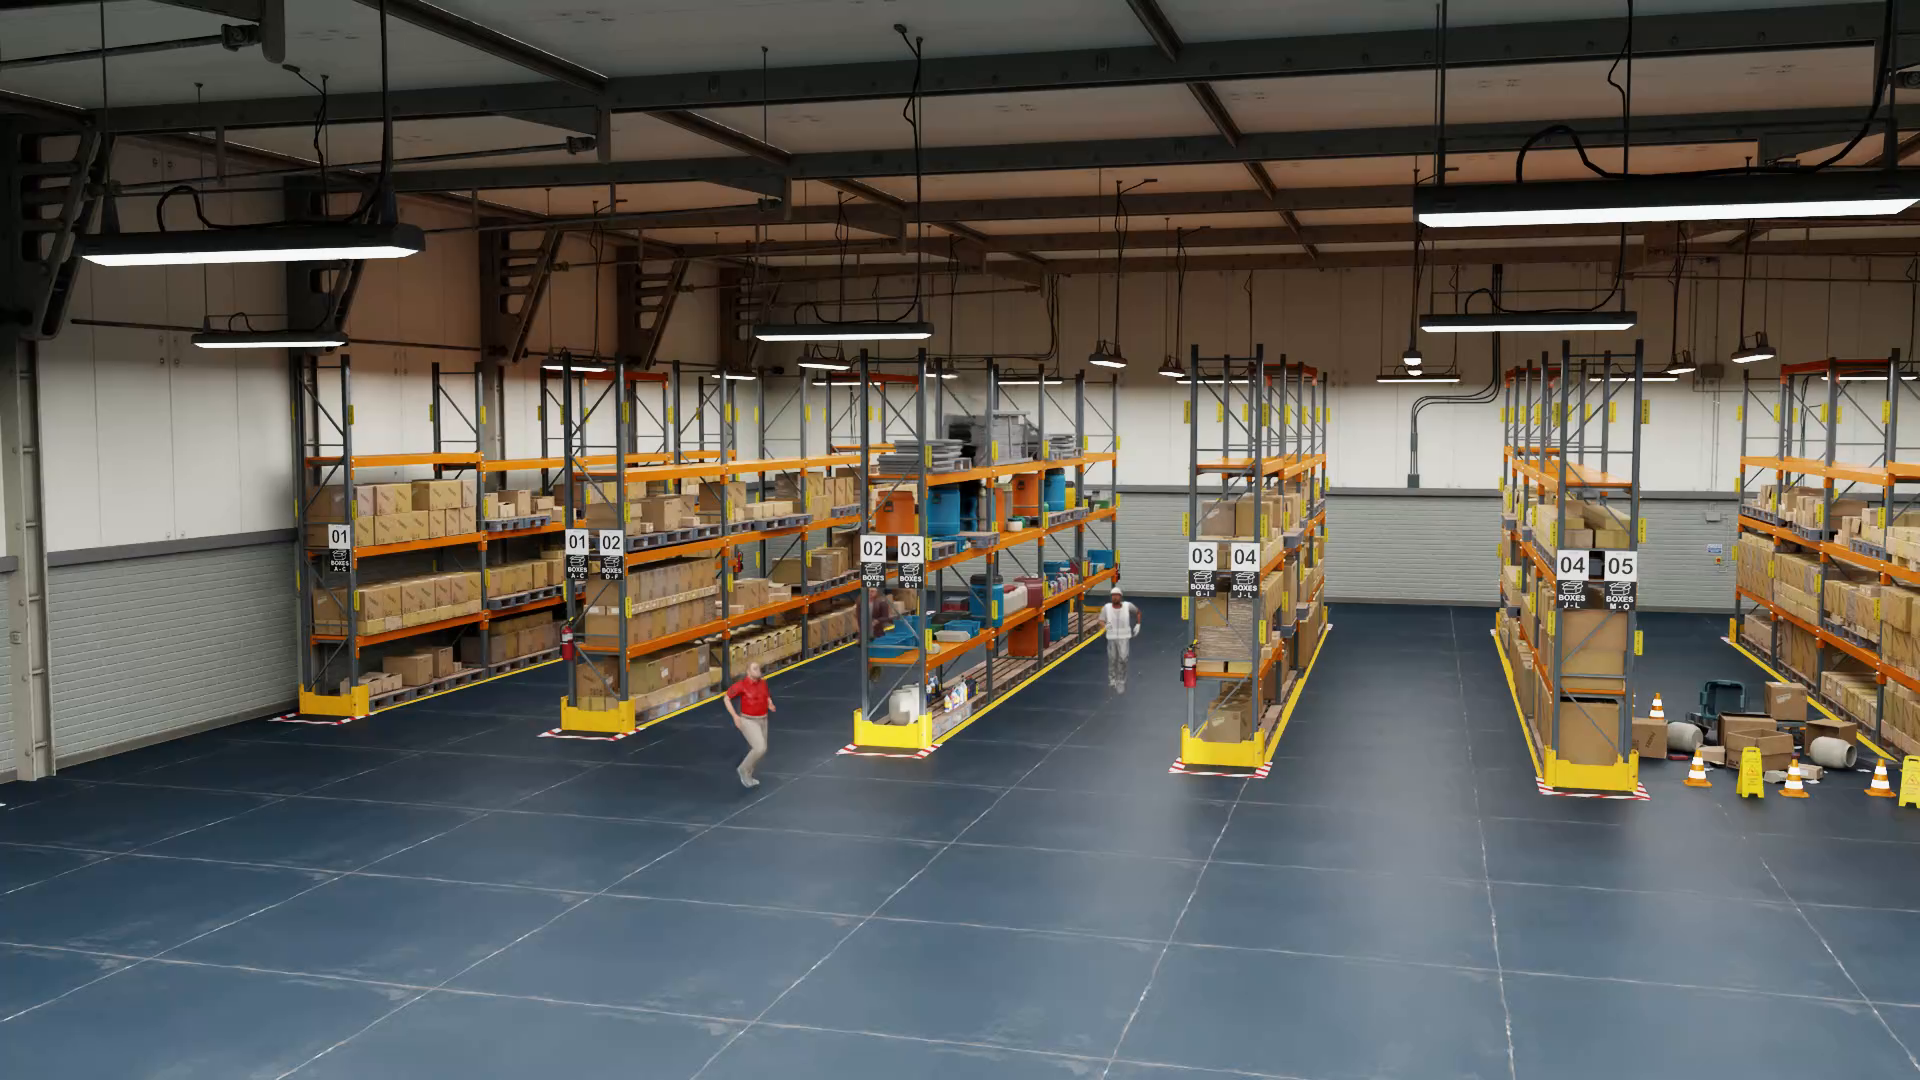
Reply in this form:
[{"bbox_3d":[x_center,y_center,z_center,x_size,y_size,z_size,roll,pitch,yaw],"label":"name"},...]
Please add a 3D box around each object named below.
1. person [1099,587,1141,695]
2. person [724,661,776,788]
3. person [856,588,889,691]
[{"bbox_3d":[2.710,1.717,28.324,0.696,1.828,0.836,1,4,11],"label":"person"},{"bbox_3d":[-2.736,2.475,22.305,0.651,1.698,0.647,3,5,36],"label":"person"},{"bbox_3d":[-1.529,1.703,28.853,0.613,1.877,0.885,0,4,3],"label":"person"}]
